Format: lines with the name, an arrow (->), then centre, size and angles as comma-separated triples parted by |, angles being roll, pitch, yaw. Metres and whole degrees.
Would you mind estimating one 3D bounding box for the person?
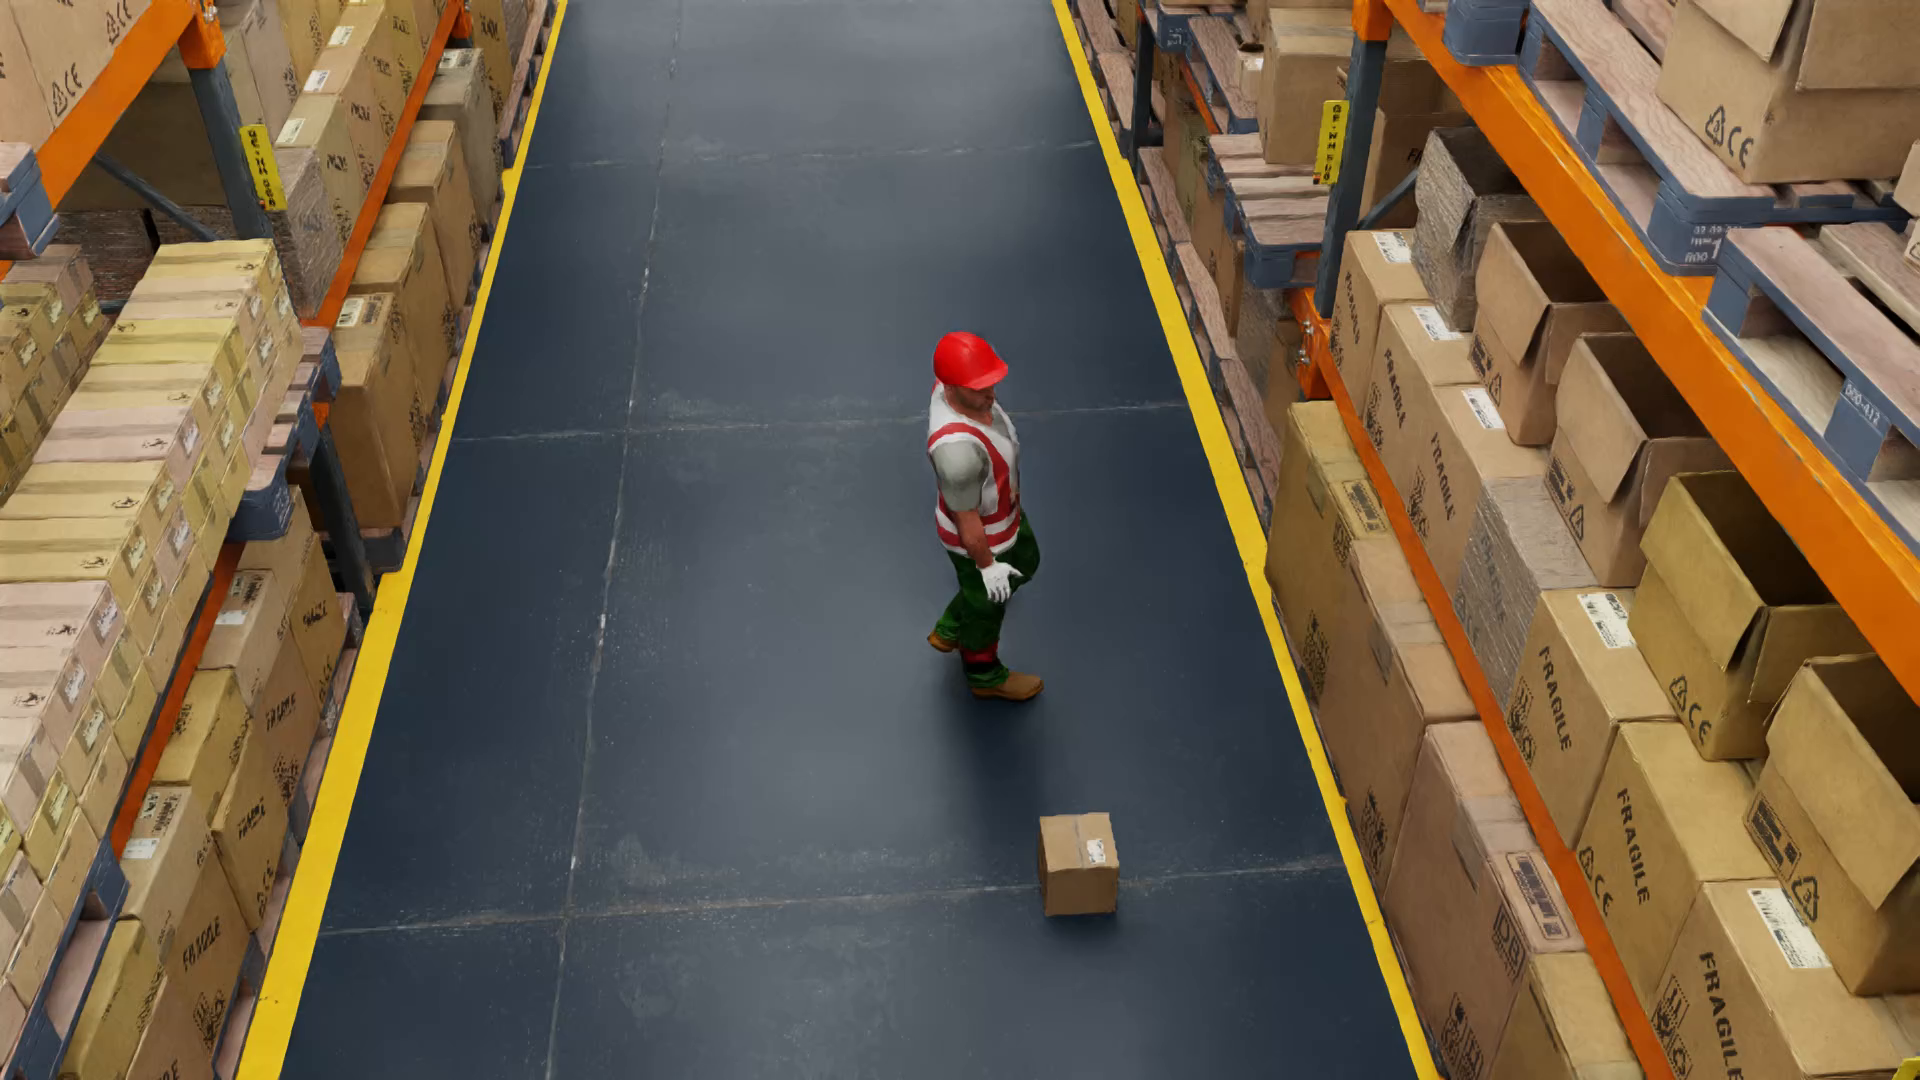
person -> 0.102, -0.052, 6.185 | 0.475, 1.785, 0.638 | 2, 39, 2
